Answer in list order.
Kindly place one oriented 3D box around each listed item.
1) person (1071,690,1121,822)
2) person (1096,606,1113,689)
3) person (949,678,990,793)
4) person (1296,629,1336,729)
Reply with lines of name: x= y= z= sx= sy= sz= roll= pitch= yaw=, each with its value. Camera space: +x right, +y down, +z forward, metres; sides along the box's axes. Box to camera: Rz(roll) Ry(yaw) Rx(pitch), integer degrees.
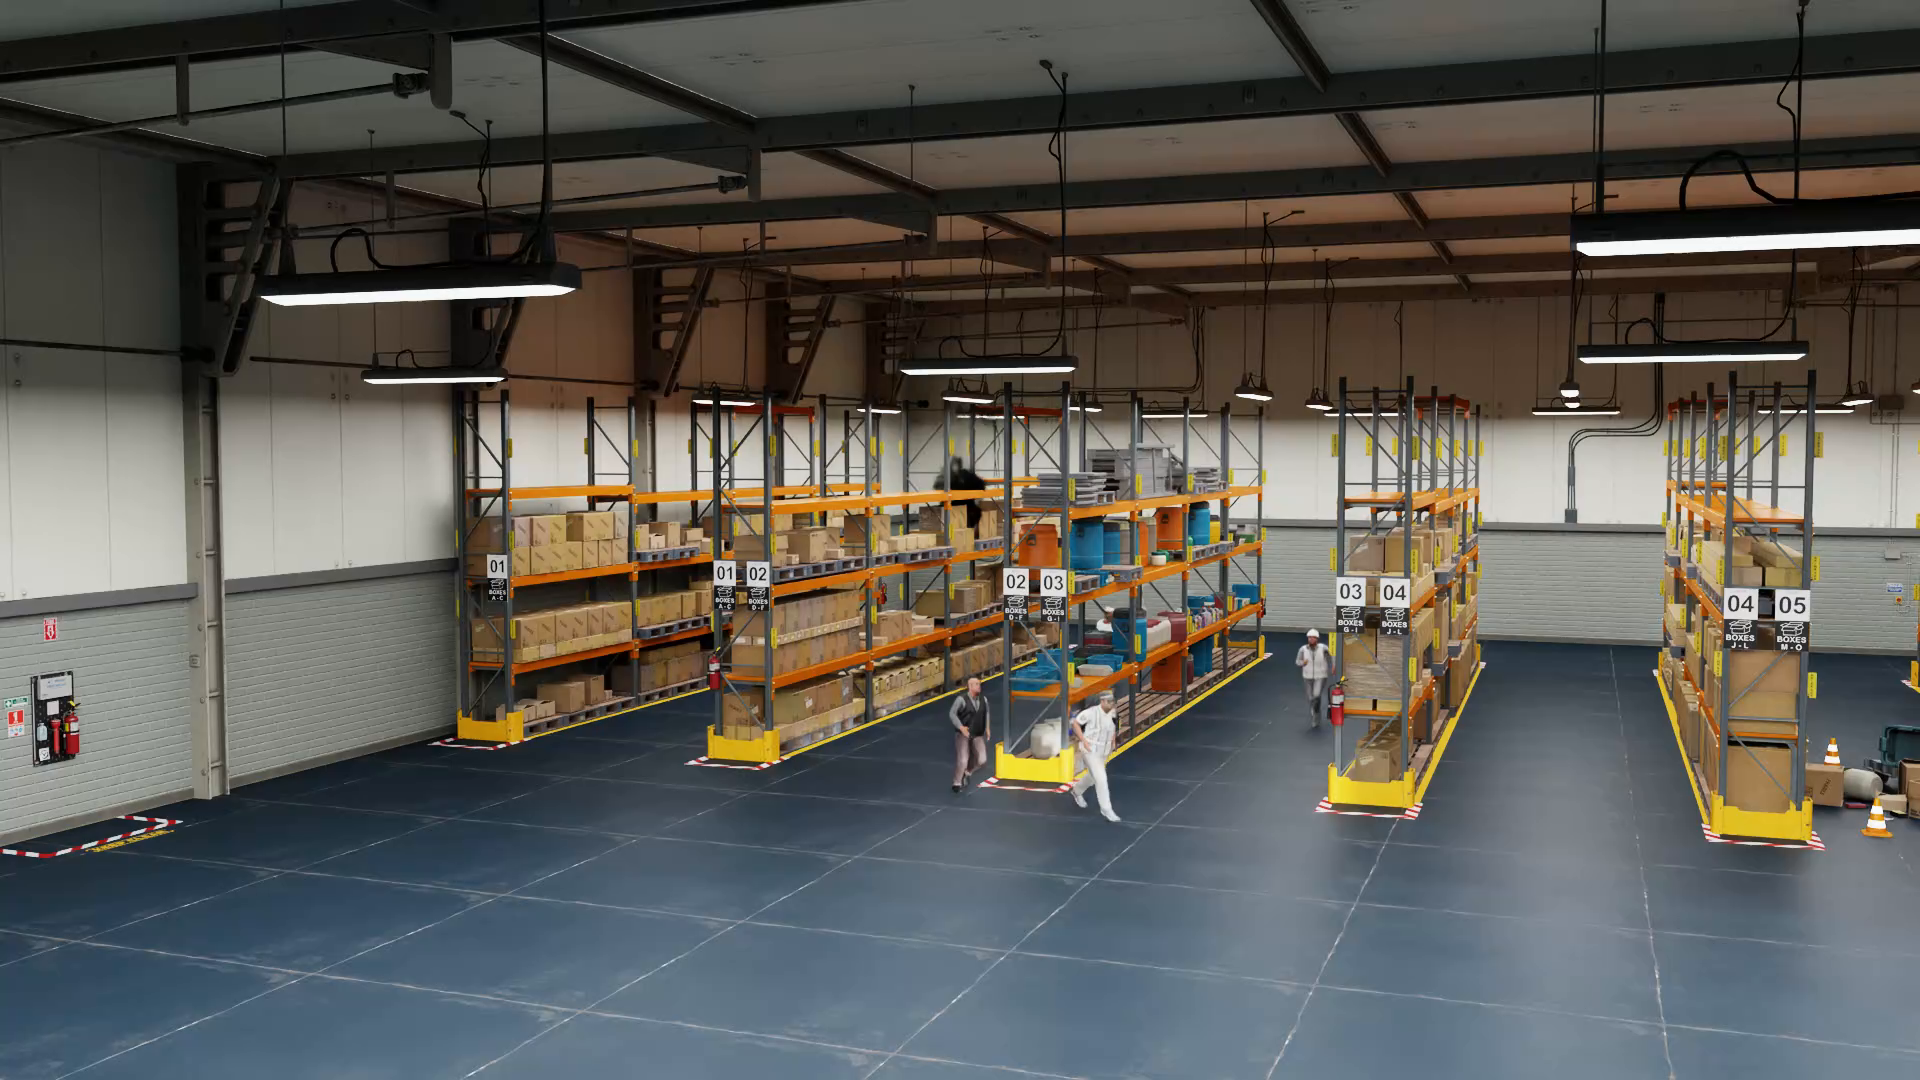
person: x=1.826 y=2.891 z=22.671 sx=0.676 sy=1.775 sz=1.007 roll=-2 pitch=4 yaw=-37
person: x=3.033 y=2.238 z=34.528 sx=0.695 sy=1.720 sz=0.568 roll=2 pitch=4 yaw=33
person: x=0.198 y=2.875 z=24.164 sx=0.709 sy=1.586 sz=0.531 roll=-2 pitch=3 yaw=-26
person: x=6.372 y=2.477 z=29.831 sx=0.681 sy=1.775 sz=0.815 roll=1 pitch=3 yaw=22
